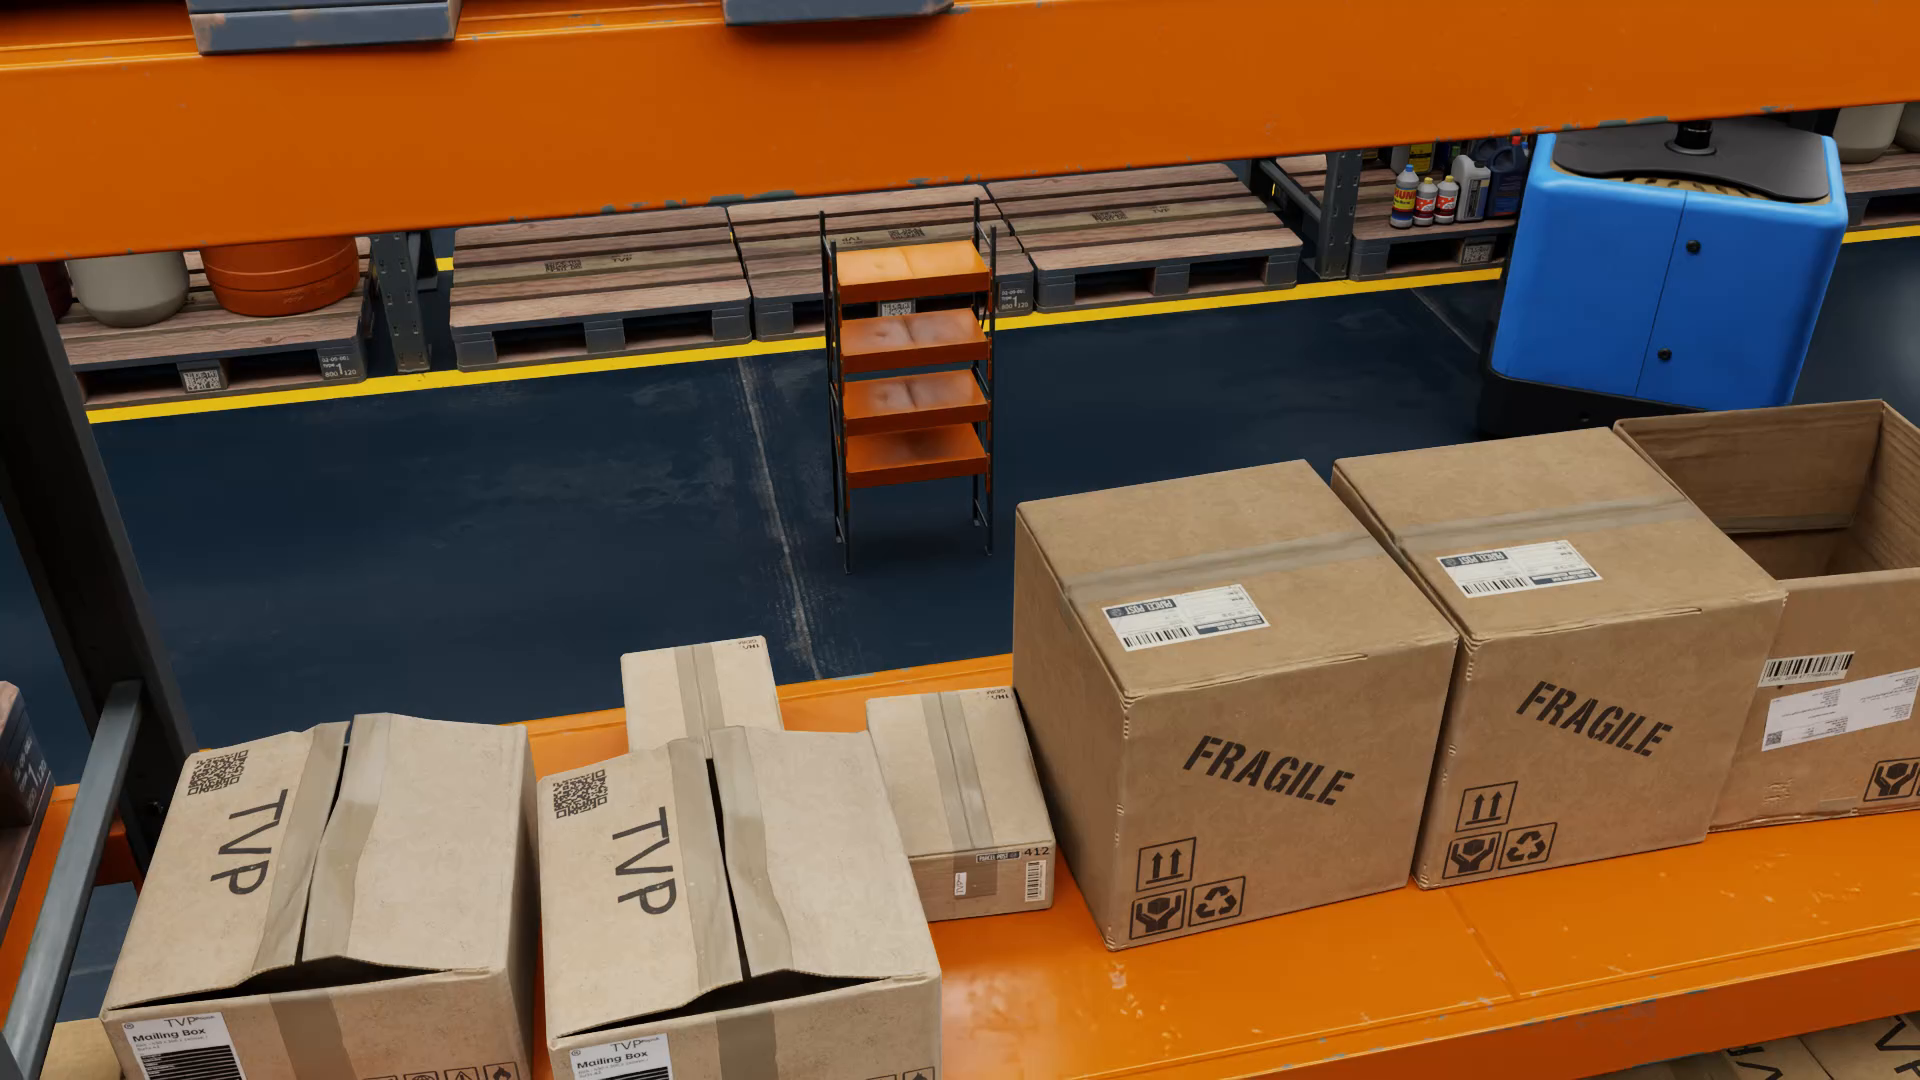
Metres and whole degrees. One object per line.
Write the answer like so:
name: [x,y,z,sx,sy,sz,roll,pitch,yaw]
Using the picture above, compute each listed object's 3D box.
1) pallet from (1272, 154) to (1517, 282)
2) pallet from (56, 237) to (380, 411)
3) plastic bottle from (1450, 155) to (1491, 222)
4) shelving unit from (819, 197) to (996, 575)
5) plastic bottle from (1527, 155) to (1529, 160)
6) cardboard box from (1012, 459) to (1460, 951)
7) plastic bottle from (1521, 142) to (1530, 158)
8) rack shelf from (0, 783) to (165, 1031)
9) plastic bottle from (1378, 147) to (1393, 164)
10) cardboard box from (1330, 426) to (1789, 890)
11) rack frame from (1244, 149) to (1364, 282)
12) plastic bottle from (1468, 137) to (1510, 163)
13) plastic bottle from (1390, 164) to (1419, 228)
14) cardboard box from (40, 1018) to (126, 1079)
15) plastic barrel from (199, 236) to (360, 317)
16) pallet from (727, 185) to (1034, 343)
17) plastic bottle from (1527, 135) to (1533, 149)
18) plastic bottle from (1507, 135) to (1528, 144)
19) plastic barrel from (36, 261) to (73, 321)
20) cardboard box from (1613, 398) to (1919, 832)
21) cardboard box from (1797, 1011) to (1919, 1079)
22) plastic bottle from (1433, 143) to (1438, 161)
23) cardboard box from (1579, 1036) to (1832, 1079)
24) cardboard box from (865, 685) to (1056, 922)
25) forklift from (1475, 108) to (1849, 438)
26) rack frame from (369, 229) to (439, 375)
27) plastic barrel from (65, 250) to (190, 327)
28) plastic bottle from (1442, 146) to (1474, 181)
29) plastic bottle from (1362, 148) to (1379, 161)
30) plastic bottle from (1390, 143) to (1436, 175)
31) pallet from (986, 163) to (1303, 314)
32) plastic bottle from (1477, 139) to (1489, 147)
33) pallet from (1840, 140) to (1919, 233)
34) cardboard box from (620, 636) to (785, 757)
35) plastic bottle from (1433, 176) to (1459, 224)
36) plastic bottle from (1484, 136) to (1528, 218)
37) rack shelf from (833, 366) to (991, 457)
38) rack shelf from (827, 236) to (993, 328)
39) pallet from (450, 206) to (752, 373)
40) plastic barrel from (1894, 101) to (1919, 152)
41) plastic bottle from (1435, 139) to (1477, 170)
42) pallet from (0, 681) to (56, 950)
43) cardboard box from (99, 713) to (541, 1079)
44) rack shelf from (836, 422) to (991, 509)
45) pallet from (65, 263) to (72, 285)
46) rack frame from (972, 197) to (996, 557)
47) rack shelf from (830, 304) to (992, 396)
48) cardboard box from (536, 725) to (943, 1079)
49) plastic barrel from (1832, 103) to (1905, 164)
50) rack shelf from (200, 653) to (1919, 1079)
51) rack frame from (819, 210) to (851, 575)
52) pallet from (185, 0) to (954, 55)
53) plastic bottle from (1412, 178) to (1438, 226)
pallet: [2.238,-1.587,7.926,1.213,0.211,1.003,-7,35,-11]
pallet: [-3.087,-0.916,6.926,1.213,0.211,1.003,-7,35,-11]
plastic bottle: [2.291,-1.593,7.481,0.135,0.276,0.152,-6,34,-9]
shelving unit: [-0.161,-0.478,5.385,0.503,1.200,0.258,-7,35,-11]
plastic bottle: [2.637,-1.665,7.522,0.185,0.351,0.144,-9,35,-13]
cardboard box: [0.395,0.242,2.607,0.500,0.500,0.500,-9,35,-13]
plastic bottle: [2.568,-1.692,7.634,0.097,0.271,0.097,0,34,0]
rack shelf: [-3.189,1.044,2.149,4.000,0.370,1.077,-7,35,-11]
plastic bottle: [2.139,-2.004,8.027,0.185,0.351,0.144,-8,35,-12]
cardboard box: [0.908,0.178,2.704,0.500,0.500,0.500,-7,35,-10]
rack frame: [1.574,-2.685,7.060,0.127,3.000,1.000,-7,35,-11]
plastic bottle: [2.421,-1.720,7.604,0.185,0.351,0.144,-7,35,-11]
plastic bottle: [1.981,-1.536,7.401,0.097,0.271,0.097,0,34,0]
cardboard box: [-1.745,1.255,3.037,0.500,0.500,0.500,-6,34,-9]
plastic barrel: [-2.801,-1.397,6.711,0.708,0.830,0.600,-7,35,-11]
pallet: [-0.376,-1.258,7.435,1.213,0.211,1.003,-7,35,-11]
plastic bottle: [2.824,-1.999,8.080,0.133,0.283,0.061,-7,35,-11]
plastic bottle: [2.688,-1.987,8.061,0.133,0.283,0.061,-7,35,-11]
plastic barrel: [-3.902,-1.158,6.572,0.708,0.588,0.600,-7,35,-11]
cardboard box: [1.397,0.116,2.795,0.500,0.500,0.500,-5,34,-7]
cardboard box: [1.825,1.015,3.133,0.500,0.311,0.500,-6,34,-9]
plastic bottle: [2.326,-2.027,8.062,0.185,0.351,0.144,-9,35,-13]
cardboard box: [1.338,1.075,3.044,0.500,0.311,0.500,-7,35,-11]
cardboard box: [-0.007,0.416,2.664,0.250,0.149,0.380,-5,34,-7]
forklift: [2.943,-2.250,6.473,1.130,2.935,3.031,12,36,17]
rack frame: [-2.327,-2.194,6.327,0.127,3.000,1.000,-7,35,-11]
plastic barrel: [-3.332,-1.148,6.624,0.421,0.512,0.421,0,34,0]
plastic bottle: [2.267,-1.653,7.565,0.133,0.283,0.061,-7,35,-11]
plastic bottle: [1.970,-1.979,8.049,0.133,0.283,0.061,-6,34,-8]
plastic bottle: [2.170,-1.926,7.910,0.185,0.351,0.144,-7,35,-11]
pallet: [0.817,-1.410,7.661,1.213,0.211,1.003,-7,35,-11]
plastic bottle: [2.641,-2.067,8.121,0.185,0.351,0.144,-7,35,-11]
pallet: [4.618,-1.887,8.373,1.213,0.211,1.003,-7,35,-11]
cardboard box: [-0.422,0.343,2.773,0.250,0.149,0.380,-7,35,-11]
plastic bottle: [2.180,-1.532,7.457,0.097,0.201,0.097,0,34,0]
plastic bottle: [2.453,-1.642,7.487,0.185,0.351,0.144,-6,34,-9]
rack shelf: [-0.161,-0.422,5.423,0.480,0.148,0.258,-7,35,-11]
rack shelf: [-0.161,-0.804,5.166,0.480,0.148,0.258,-7,35,-11]
pallet: [-1.563,-1.110,7.214,1.213,0.211,1.003,-7,35,-11]
plastic barrel: [4.850,-2.196,8.186,0.421,0.512,0.421,0,34,0]
plastic bottle: [2.383,-1.919,7.967,0.135,0.276,0.152,-7,35,-11]
pallet: [-1.884,0.700,2.187,1.003,0.211,1.213,-7,35,-11]
cardboard box: [-0.874,0.515,2.371,0.500,0.311,0.500,-5,34,-8]
rack shelf: [-0.161,-0.257,5.533,0.480,0.148,0.258,-7,35,-11]
pallet: [-4.275,-0.768,6.705,1.213,0.211,1.003,-7,35,-11]
rack frame: [0.077,-0.508,5.430,0.015,1.200,0.240,-7,35,-11]
rack shelf: [-0.161,-0.608,5.298,0.480,0.148,0.258,-7,35,-11]
cardboard box: [-0.323,0.531,2.346,0.500,0.311,0.500,-8,35,-11]
plastic barrel: [4.361,-2.134,8.094,0.421,0.512,0.421,0,34,0]
rack shelf: [0.712,0.552,2.881,4.000,0.370,1.077,-7,35,-11]
rack frame: [-0.399,-0.448,5.341,0.015,1.200,0.240,-7,35,-11]
pallet: [-0.596,-0.800,1.728,1.003,0.211,1.213,-6,34,-8]
plastic bottle: [2.081,-1.519,7.439,0.097,0.201,0.097,0,34,0]
